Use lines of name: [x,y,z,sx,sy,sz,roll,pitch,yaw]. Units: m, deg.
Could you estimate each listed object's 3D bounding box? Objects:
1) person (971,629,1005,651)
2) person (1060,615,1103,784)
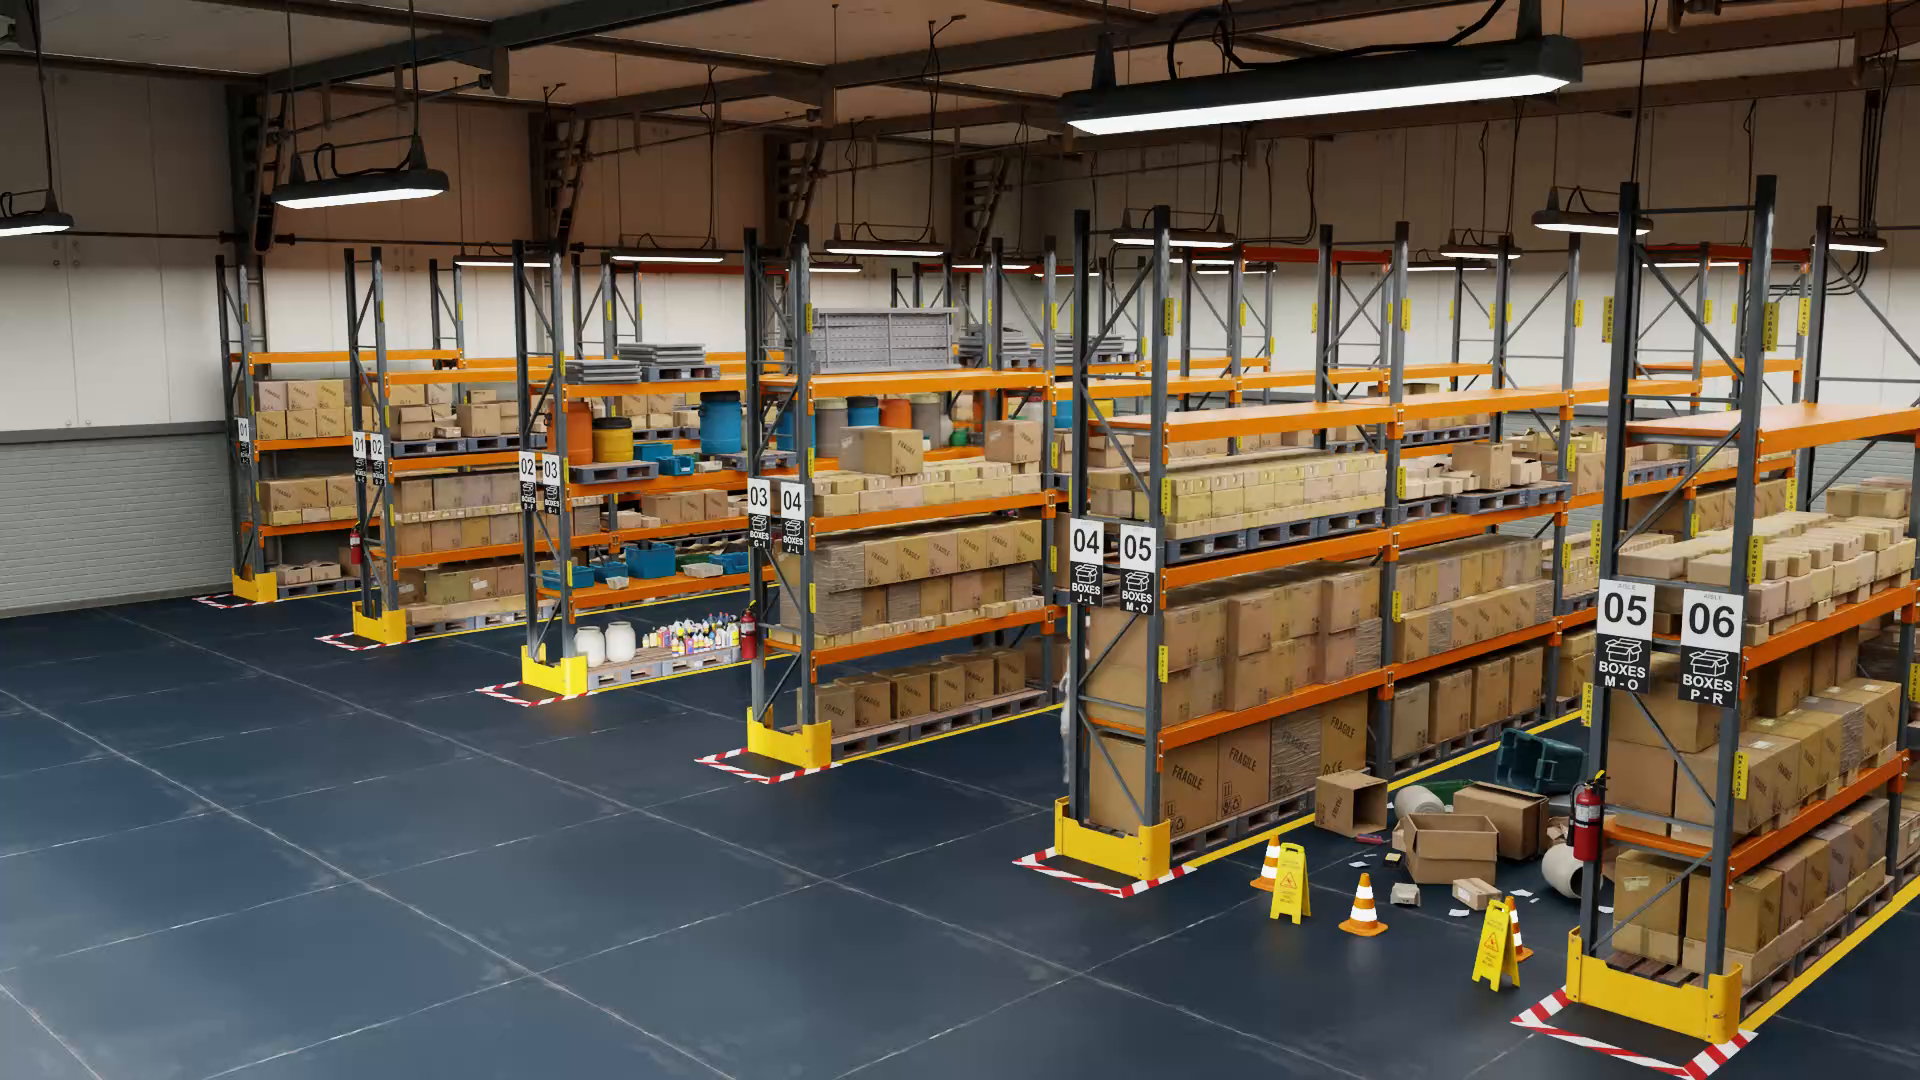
person: [0.359,0.764,23.129,0.672,1.837,0.864,5,9,31]
person: [1.357,1.731,18.101,0.657,1.843,0.768,4,9,27]
